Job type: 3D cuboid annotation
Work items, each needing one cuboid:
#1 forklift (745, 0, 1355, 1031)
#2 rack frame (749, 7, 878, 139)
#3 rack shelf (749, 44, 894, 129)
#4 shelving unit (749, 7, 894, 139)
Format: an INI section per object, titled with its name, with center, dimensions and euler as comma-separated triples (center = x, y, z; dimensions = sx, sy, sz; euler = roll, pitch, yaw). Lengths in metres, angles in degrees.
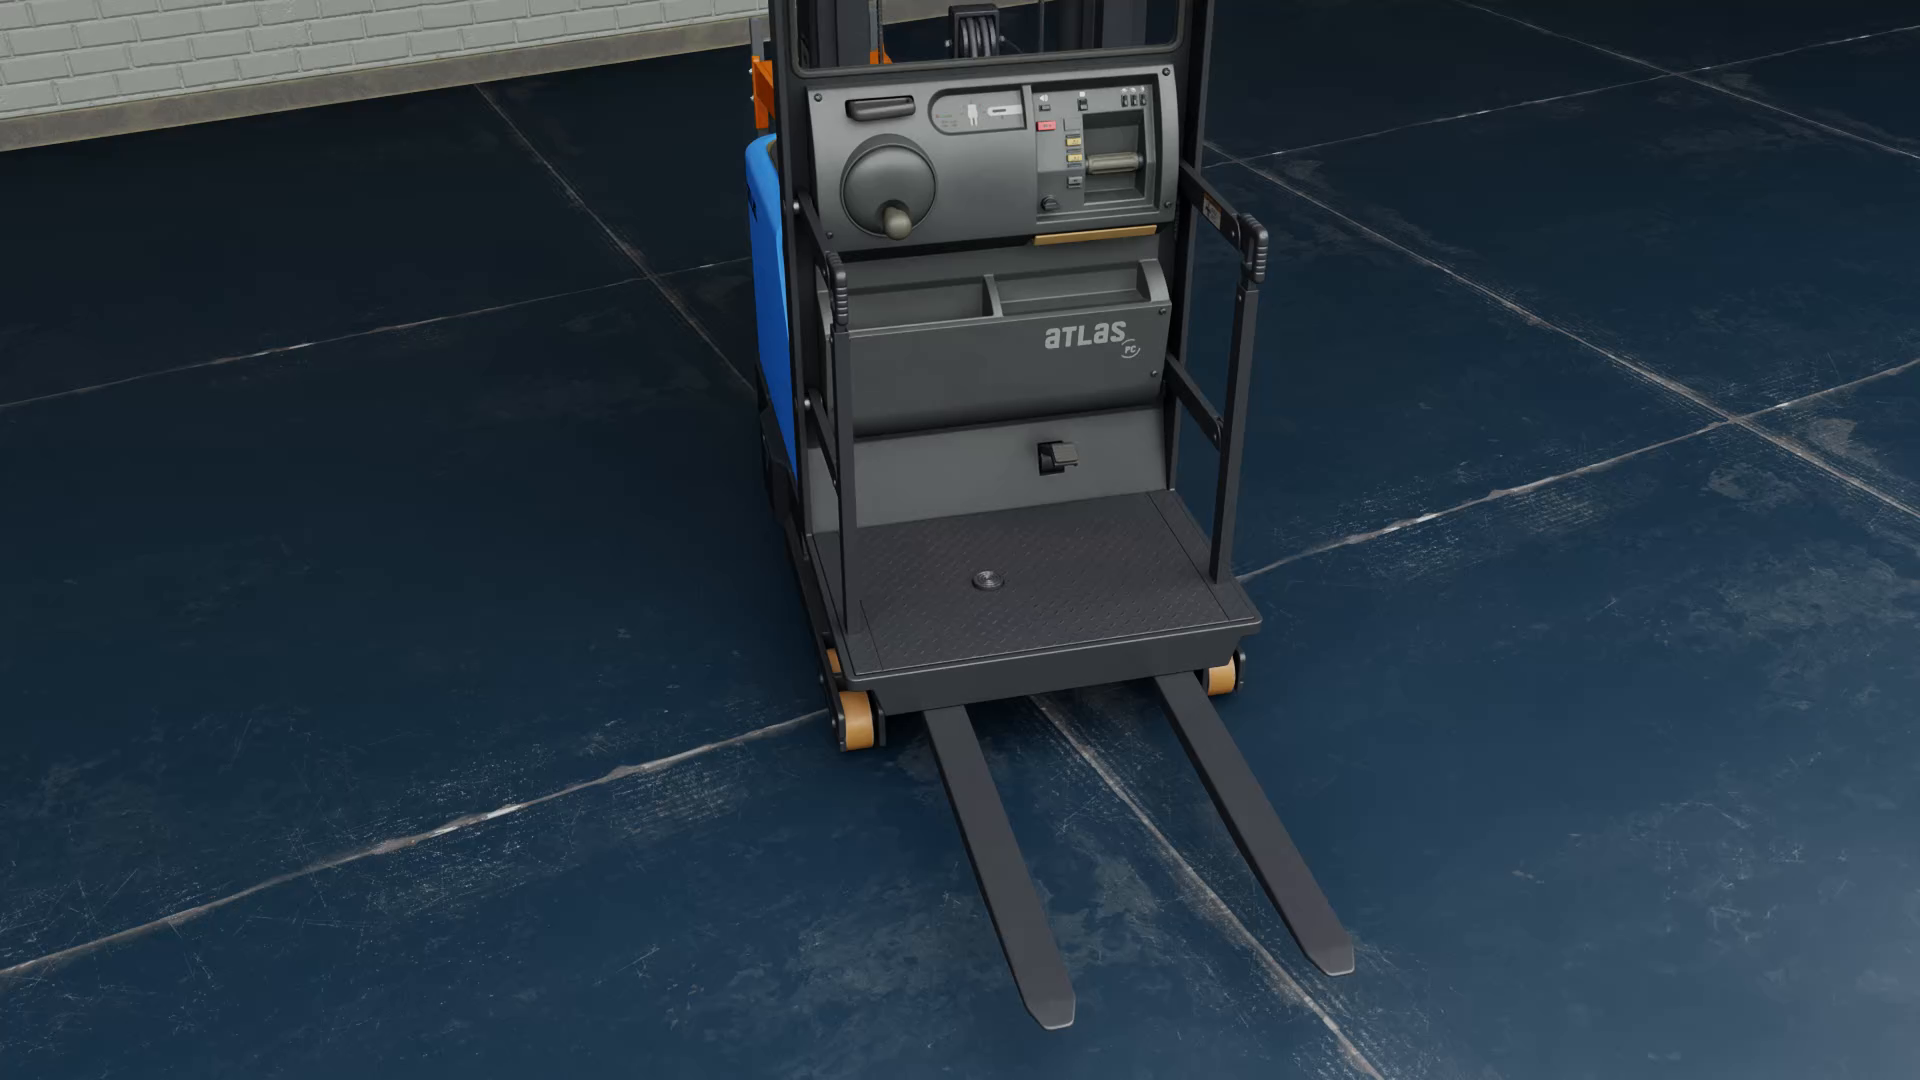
[forklift]
center = 0.145, -0.906, 3.947
dimensions = 1.130, 2.935, 3.031
euler = -7, 33, -11
[rack frame]
center = -0.545, -1.506, 6.558
dimensions = 0.500, 1.125, 0.032
euler = -10, 34, -15
[rack shelf]
center = -0.390, -1.491, 5.992
dimensions = 0.538, 0.278, 1.000
euler = -10, 34, -15
[shelving unit]
center = -0.390, -1.245, 6.150
dimensions = 0.538, 1.125, 1.048
euler = -10, 34, -15
